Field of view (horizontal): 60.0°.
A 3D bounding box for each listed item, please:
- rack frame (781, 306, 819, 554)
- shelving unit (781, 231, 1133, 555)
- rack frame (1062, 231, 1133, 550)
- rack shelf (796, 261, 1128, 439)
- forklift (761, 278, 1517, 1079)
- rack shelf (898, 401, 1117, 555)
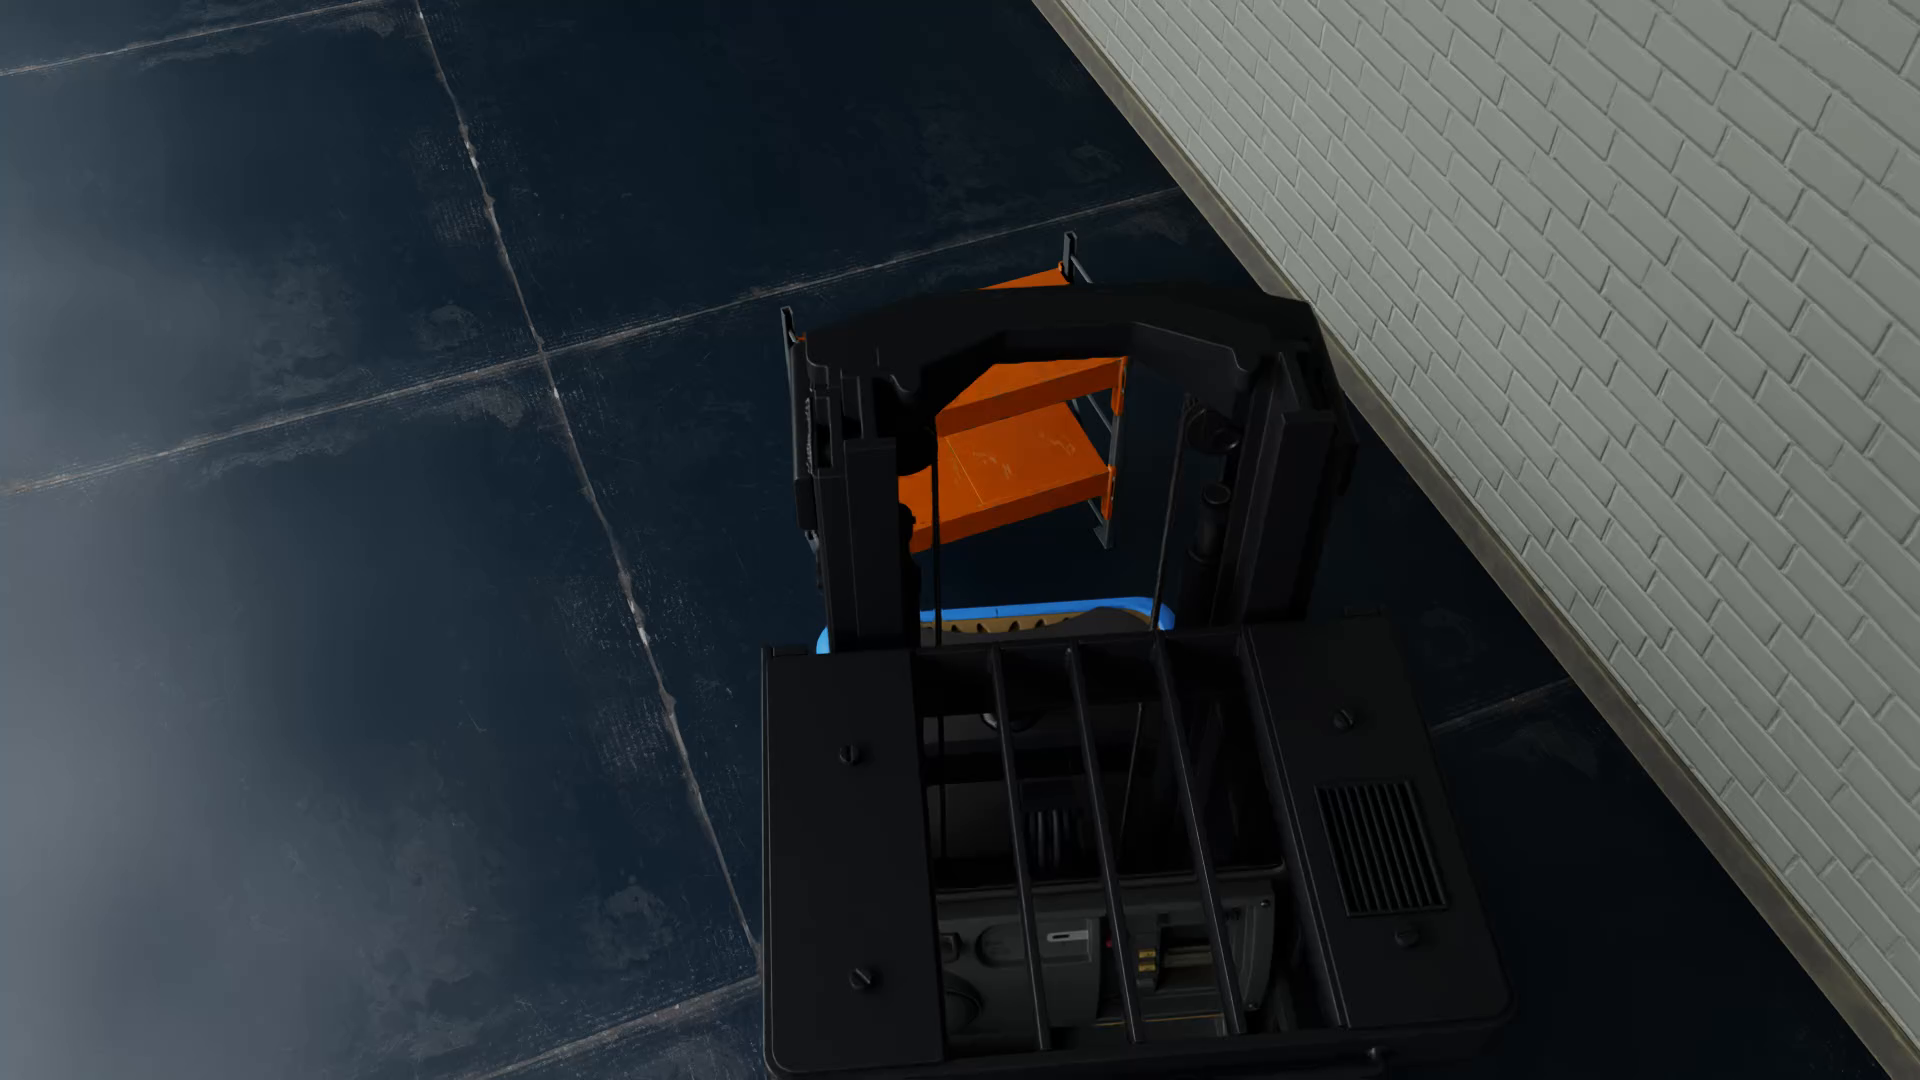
[{"bbox_3d":[-0.477,-0.219,5.696,0.032,1.125,0.500,-17,52,-14],"label":"rack frame"},{"bbox_3d":[-0.006,-0.365,5.822,1.048,1.125,0.538,-17,52,-14],"label":"shelving unit"},{"bbox_3d":[0.464,-0.510,5.947,0.032,1.125,0.500,-17,52,-14],"label":"rack frame"},{"bbox_3d":[-0.006,-0.555,5.600,1.000,0.278,0.538,-17,52,-14],"label":"rack shelf"},{"bbox_3d":[0.228,1.046,3.420,1.130,2.935,3.031,-4,49,-3],"label":"forklift"},{"bbox_3d":[-0.006,-0.205,6.007,1.000,0.278,0.538,-17,52,-14],"label":"rack shelf"}]
